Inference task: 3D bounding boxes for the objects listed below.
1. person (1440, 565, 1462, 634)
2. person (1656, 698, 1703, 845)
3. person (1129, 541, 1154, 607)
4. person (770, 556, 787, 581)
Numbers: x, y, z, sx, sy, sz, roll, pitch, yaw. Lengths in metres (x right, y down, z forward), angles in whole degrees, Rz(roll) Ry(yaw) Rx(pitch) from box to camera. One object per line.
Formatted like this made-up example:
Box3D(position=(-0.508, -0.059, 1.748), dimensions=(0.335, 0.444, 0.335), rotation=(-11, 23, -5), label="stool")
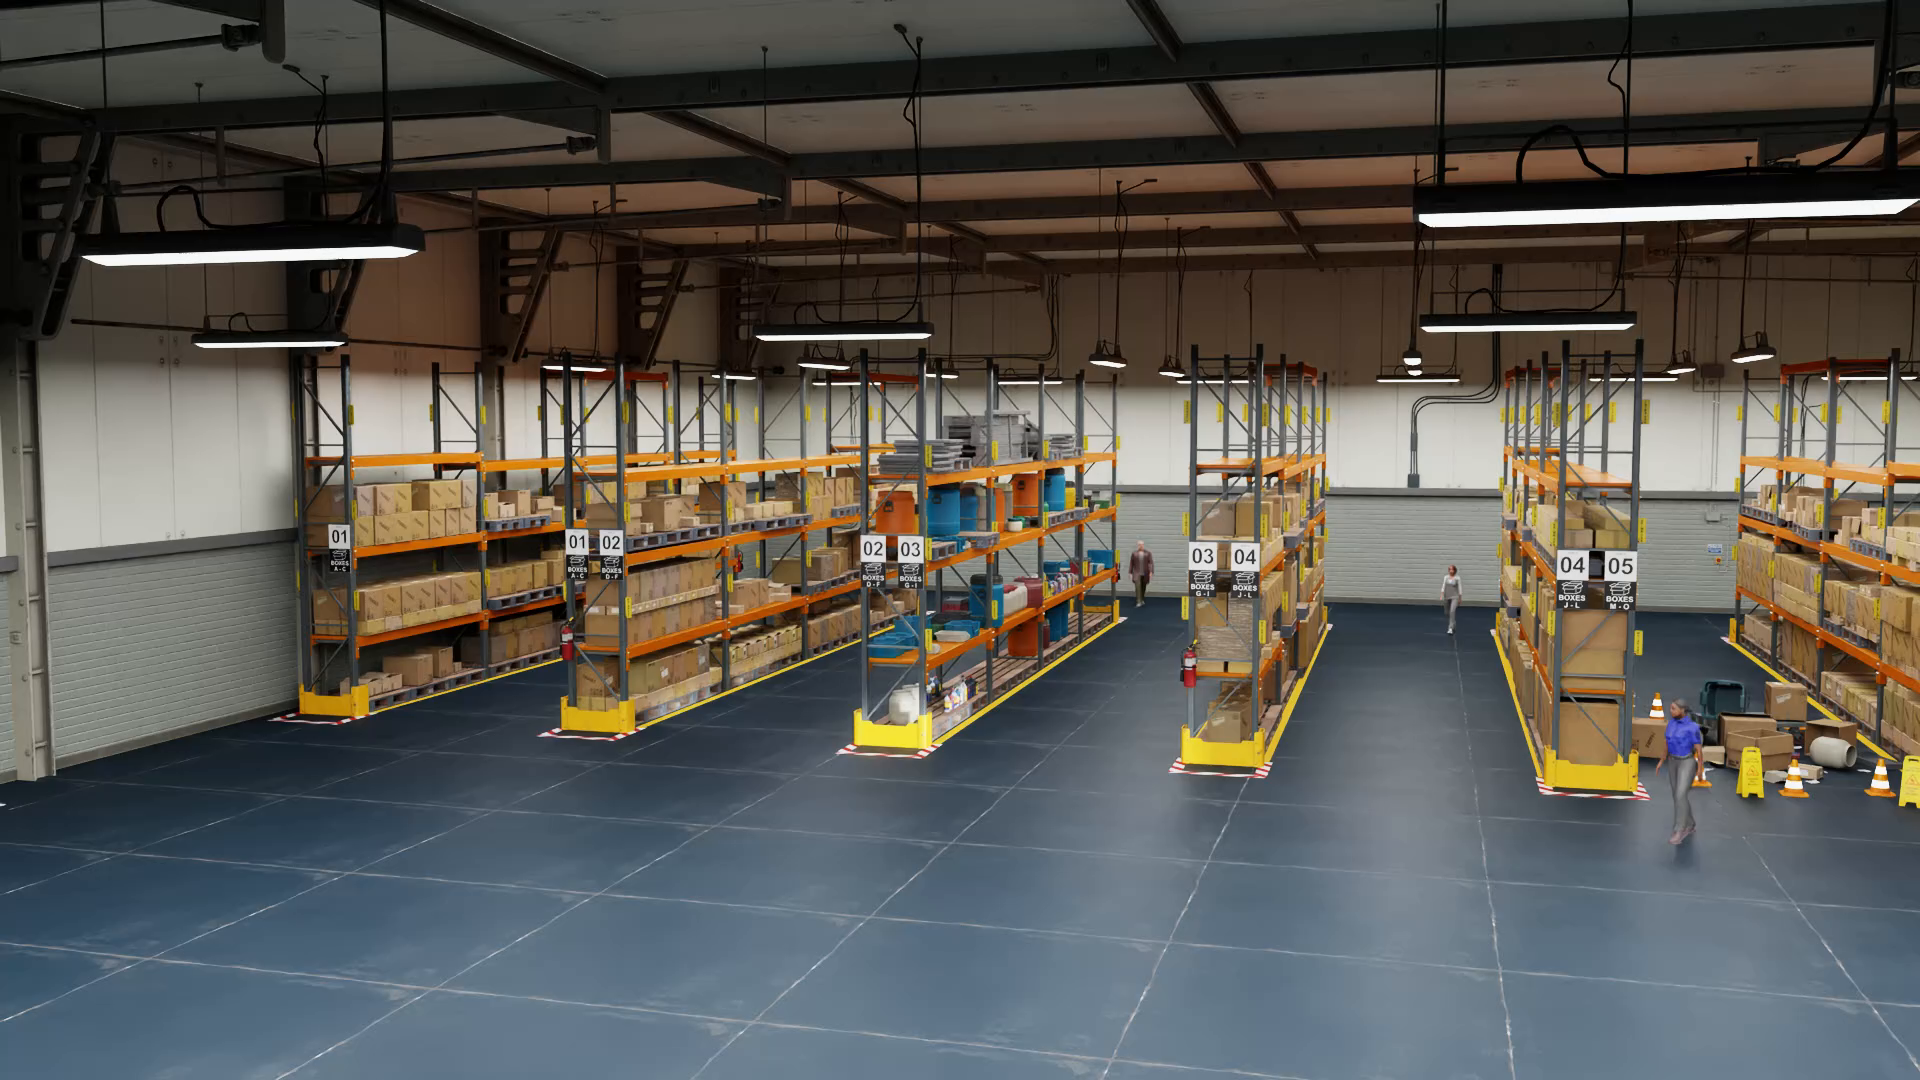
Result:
Box3D(position=(11.302, 1.334, 38.224), dimensions=(0.441, 1.551, 0.866), rotation=(3, 5, 32), label="person")
Box3D(position=(8.519, 2.760, 19.707), dimensions=(0.648, 1.548, 0.576), rotation=(-1, 5, -19), label="person")
Box3D(position=(4.719, 0.881, 43.221), dimensions=(0.627, 1.697, 1.132), rotation=(0, 4, -2), label="person")
Box3D(position=(-4.190, 1.209, 38.885), dimensions=(0.542, 1.696, 1.077), rotation=(1, 5, 19), label="person")
